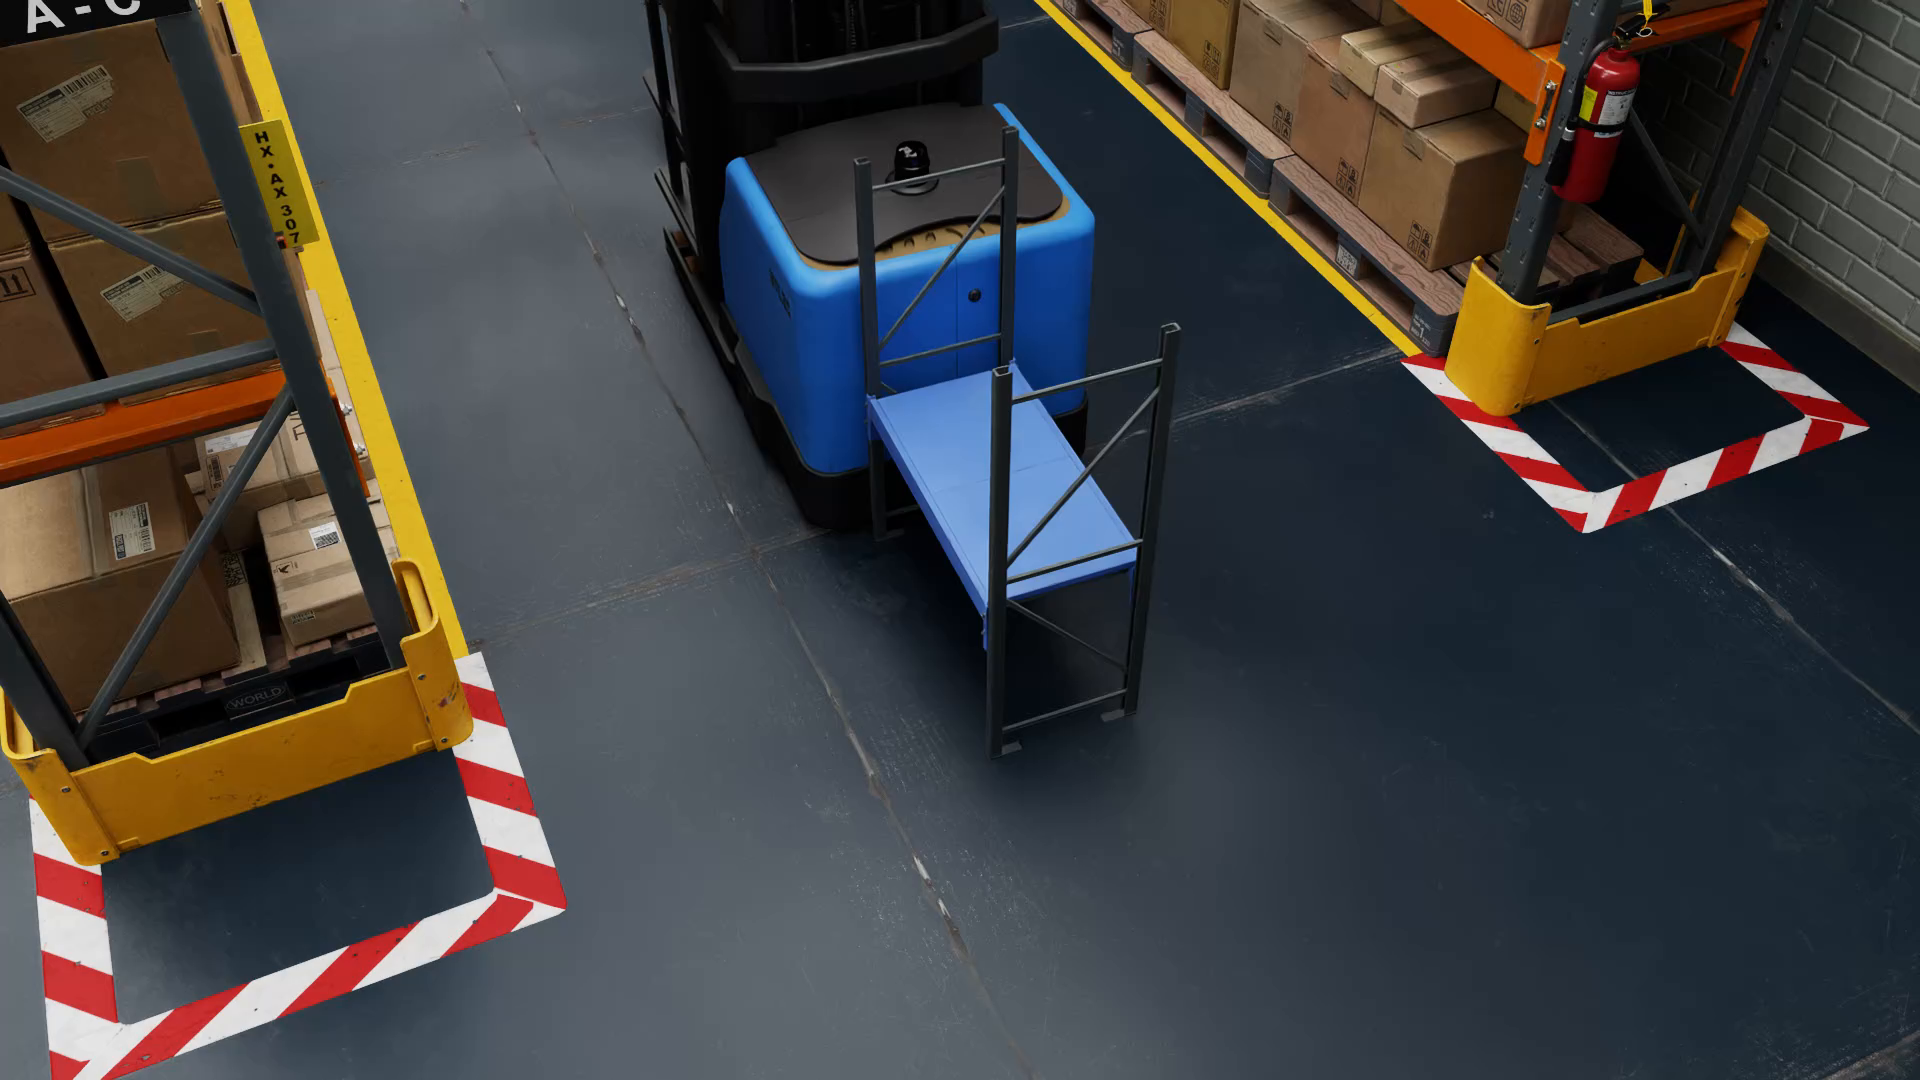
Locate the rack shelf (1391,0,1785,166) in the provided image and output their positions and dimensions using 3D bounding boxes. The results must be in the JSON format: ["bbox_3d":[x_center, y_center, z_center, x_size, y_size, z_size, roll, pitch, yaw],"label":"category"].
[{"bbox_3d":[1.594,-2.829,6.994,1.077,0.370,4.000,-18,47,-17],"label":"rack shelf"}]

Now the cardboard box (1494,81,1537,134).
[{"bbox_3d":[2.284,-1.697,6.353,0.380,0.149,0.250,-18,47,-17],"label":"cardboard box"}]

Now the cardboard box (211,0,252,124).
[{"bbox_3d":[-2.435,-1.389,4.951,0.500,0.500,0.500,-18,47,-18],"label":"cardboard box"}]

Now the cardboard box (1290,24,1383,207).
[{"bbox_3d":[1.840,-1.806,6.925,0.700,0.500,0.500,-18,47,-18],"label":"cardboard box"}]

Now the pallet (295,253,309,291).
[{"bbox_3d":[-2.935,-0.685,6.294,1.003,0.211,1.213,-18,47,-17],"label":"pallet"}]

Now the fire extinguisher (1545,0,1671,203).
[{"bbox_3d":[2.080,-1.418,5.372,0.296,0.674,0.183,-18,47,-17],"label":"fire extinguisher"}]

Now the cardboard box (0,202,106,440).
[{"bbox_3d":[-2.493,-0.586,4.137,0.500,0.500,0.500,-17,47,-16],"label":"cardboard box"}]

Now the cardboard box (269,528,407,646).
[{"bbox_3d":[-1.922,0.145,5.184,0.380,0.149,0.250,-18,47,-17],"label":"cardboard box"}]

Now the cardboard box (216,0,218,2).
[{"bbox_3d":[-3.722,-2.541,7.656,0.500,0.500,0.500,-20,48,-19],"label":"cardboard box"}]

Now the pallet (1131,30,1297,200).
[{"bbox_3d":[1.519,-2.081,7.708,1.003,0.211,1.213,-18,47,-17],"label":"pallet"}]

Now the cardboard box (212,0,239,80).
[{"bbox_3d":[-2.644,-1.708,5.274,0.500,0.500,0.500,-17,47,-17],"label":"cardboard box"}]

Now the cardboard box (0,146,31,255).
[{"bbox_3d":[-2.494,-0.939,3.783,0.500,0.500,0.500,-18,48,-18],"label":"cardboard box"}]

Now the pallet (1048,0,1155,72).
[{"bbox_3d":[1.002,-2.859,8.497,1.003,0.211,1.213,-18,47,-17],"label":"pallet"}]

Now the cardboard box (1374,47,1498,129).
[{"bbox_3d":[1.831,-1.746,6.402,0.380,0.149,0.250,-19,48,-18],"label":"cardboard box"}]

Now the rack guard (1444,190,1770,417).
[{"bbox_3d":[2.446,-0.905,6.312,1.175,0.500,0.348,-18,47,-17],"label":"rack guard"}]

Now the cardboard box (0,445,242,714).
[{"bbox_3d":[-2.510,0.114,4.965,0.500,0.500,0.500,-18,47,-17],"label":"cardboard box"}]

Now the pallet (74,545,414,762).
[{"bbox_3d":[-2.426,0.091,5.507,1.003,0.211,1.213,-18,47,-17],"label":"pallet"}]

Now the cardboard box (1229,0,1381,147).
[{"bbox_3d":[1.628,-2.126,7.250,0.700,0.500,0.500,-19,48,-19],"label":"cardboard box"}]

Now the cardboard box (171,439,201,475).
[{"bbox_3d":[-2.882,-0.411,5.675,0.500,0.250,0.500,-18,47,-17],"label":"cardboard box"}]

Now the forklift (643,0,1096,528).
[{"bbox_3d":[-0.570,-2.135,5.827,1.130,2.935,3.031,-16,47,-15],"label":"forklift"}]

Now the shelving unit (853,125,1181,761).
[{"bbox_3d":[0.125,-0.267,4.953,0.538,1.500,1.048,-16,47,-15],"label":"shelving unit"}]

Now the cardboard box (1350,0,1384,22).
[{"bbox_3d":[1.858,-2.341,7.006,0.380,0.149,0.250,-17,47,-17],"label":"cardboard box"}]

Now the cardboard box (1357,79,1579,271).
[{"bbox_3d":[2.050,-1.487,6.602,0.700,0.500,0.500,-18,47,-17],"label":"cardboard box"}]

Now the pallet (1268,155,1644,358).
[{"bbox_3d":[2.028,-1.304,6.922,1.003,0.211,1.213,-18,47,-17],"label":"pallet"}]

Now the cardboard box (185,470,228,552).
[{"bbox_3d":[-2.598,-0.052,5.371,0.380,0.166,0.250,-18,47,-17],"label":"cardboard box"}]

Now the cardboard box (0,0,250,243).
[{"bbox_3d":[-2.005,-1.097,3.943,0.500,0.500,0.500,-17,47,-16],"label":"cardboard box"}]

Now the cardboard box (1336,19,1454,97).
[{"bbox_3d":[1.723,-1.908,6.567,0.380,0.149,0.250,-17,47,-16],"label":"cardboard box"}]

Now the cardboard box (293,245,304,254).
[{"bbox_3d":[-2.927,-1.336,6.570,0.500,0.311,0.500,-18,47,-17],"label":"cardboard box"}]

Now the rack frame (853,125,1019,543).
[{"bbox_3d":[-0.065,-0.599,5.289,0.500,1.500,0.032,-16,47,-15],"label":"rack frame"}]

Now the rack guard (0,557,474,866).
[{"bbox_3d":[-2.089,0.496,4.891,1.175,0.500,0.348,-18,47,-17],"label":"rack guard"}]

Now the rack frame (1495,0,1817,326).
[{"bbox_3d":[2.435,-1.810,5.449,1.000,3.000,0.127,-18,47,-17],"label":"rack frame"}]

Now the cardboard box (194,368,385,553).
[{"bbox_3d":[-2.239,-0.272,5.534,0.500,0.250,0.500,-18,47,-17],"label":"cardboard box"}]

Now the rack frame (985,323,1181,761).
[{"bbox_3d":[0.315,0.064,4.618,0.500,1.500,0.032,-16,47,-15],"label":"rack frame"}]

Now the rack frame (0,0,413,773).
[{"bbox_3d":[-2.057,-0.345,3.964,1.000,3.000,0.127,-18,47,-17],"label":"rack frame"}]

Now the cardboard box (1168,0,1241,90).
[{"bbox_3d":[1.397,-2.463,7.592,0.700,0.500,0.500,-17,47,-16],"label":"cardboard box"}]

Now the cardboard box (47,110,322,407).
[{"bbox_3d":[-2.005,-0.741,4.295,0.500,0.500,0.500,-17,47,-17],"label":"cardboard box"}]

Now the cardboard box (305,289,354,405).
[{"bbox_3d":[-2.449,-0.591,5.857,0.500,0.250,0.500,-18,47,-17],"label":"cardboard box"}]

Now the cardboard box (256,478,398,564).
[{"bbox_3d":[-2.027,-0.021,5.340,0.380,0.166,0.250,-18,47,-17],"label":"cardboard box"}]

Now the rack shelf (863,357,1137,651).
[{"bbox_3d":[0.125,-0.139,5.080,0.538,0.185,1.000,-16,47,-15],"label":"rack shelf"}]

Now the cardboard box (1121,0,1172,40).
[{"bbox_3d":[1.183,-2.791,7.924,0.700,0.500,0.500,-18,48,-18],"label":"cardboard box"}]

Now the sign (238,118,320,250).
[{"bbox_3d":[-1.565,-0.814,3.823,0.100,0.325,0.005,-18,47,-17],"label":"sign"}]

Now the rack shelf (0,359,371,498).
[{"bbox_3d":[-2.898,-1.364,5.509,1.077,0.370,4.000,-18,47,-17],"label":"rack shelf"}]

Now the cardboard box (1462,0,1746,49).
[{"bbox_3d":[2.212,-2.239,5.670,0.980,0.700,0.700,-16,47,-16],"label":"cardboard box"}]

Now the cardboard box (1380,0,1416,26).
[{"bbox_3d":[1.966,-2.179,6.842,0.380,0.149,0.250,-18,47,-17],"label":"cardboard box"}]

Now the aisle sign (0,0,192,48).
[{"bbox_3d":[-1.762,-1.314,3.095,0.394,0.787,0.004,-18,47,-17],"label":"aisle sign"}]

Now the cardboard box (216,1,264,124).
[{"bbox_3d":[-3.242,-1.882,6.988,0.500,0.500,0.500,-18,47,-17],"label":"cardboard box"}]
